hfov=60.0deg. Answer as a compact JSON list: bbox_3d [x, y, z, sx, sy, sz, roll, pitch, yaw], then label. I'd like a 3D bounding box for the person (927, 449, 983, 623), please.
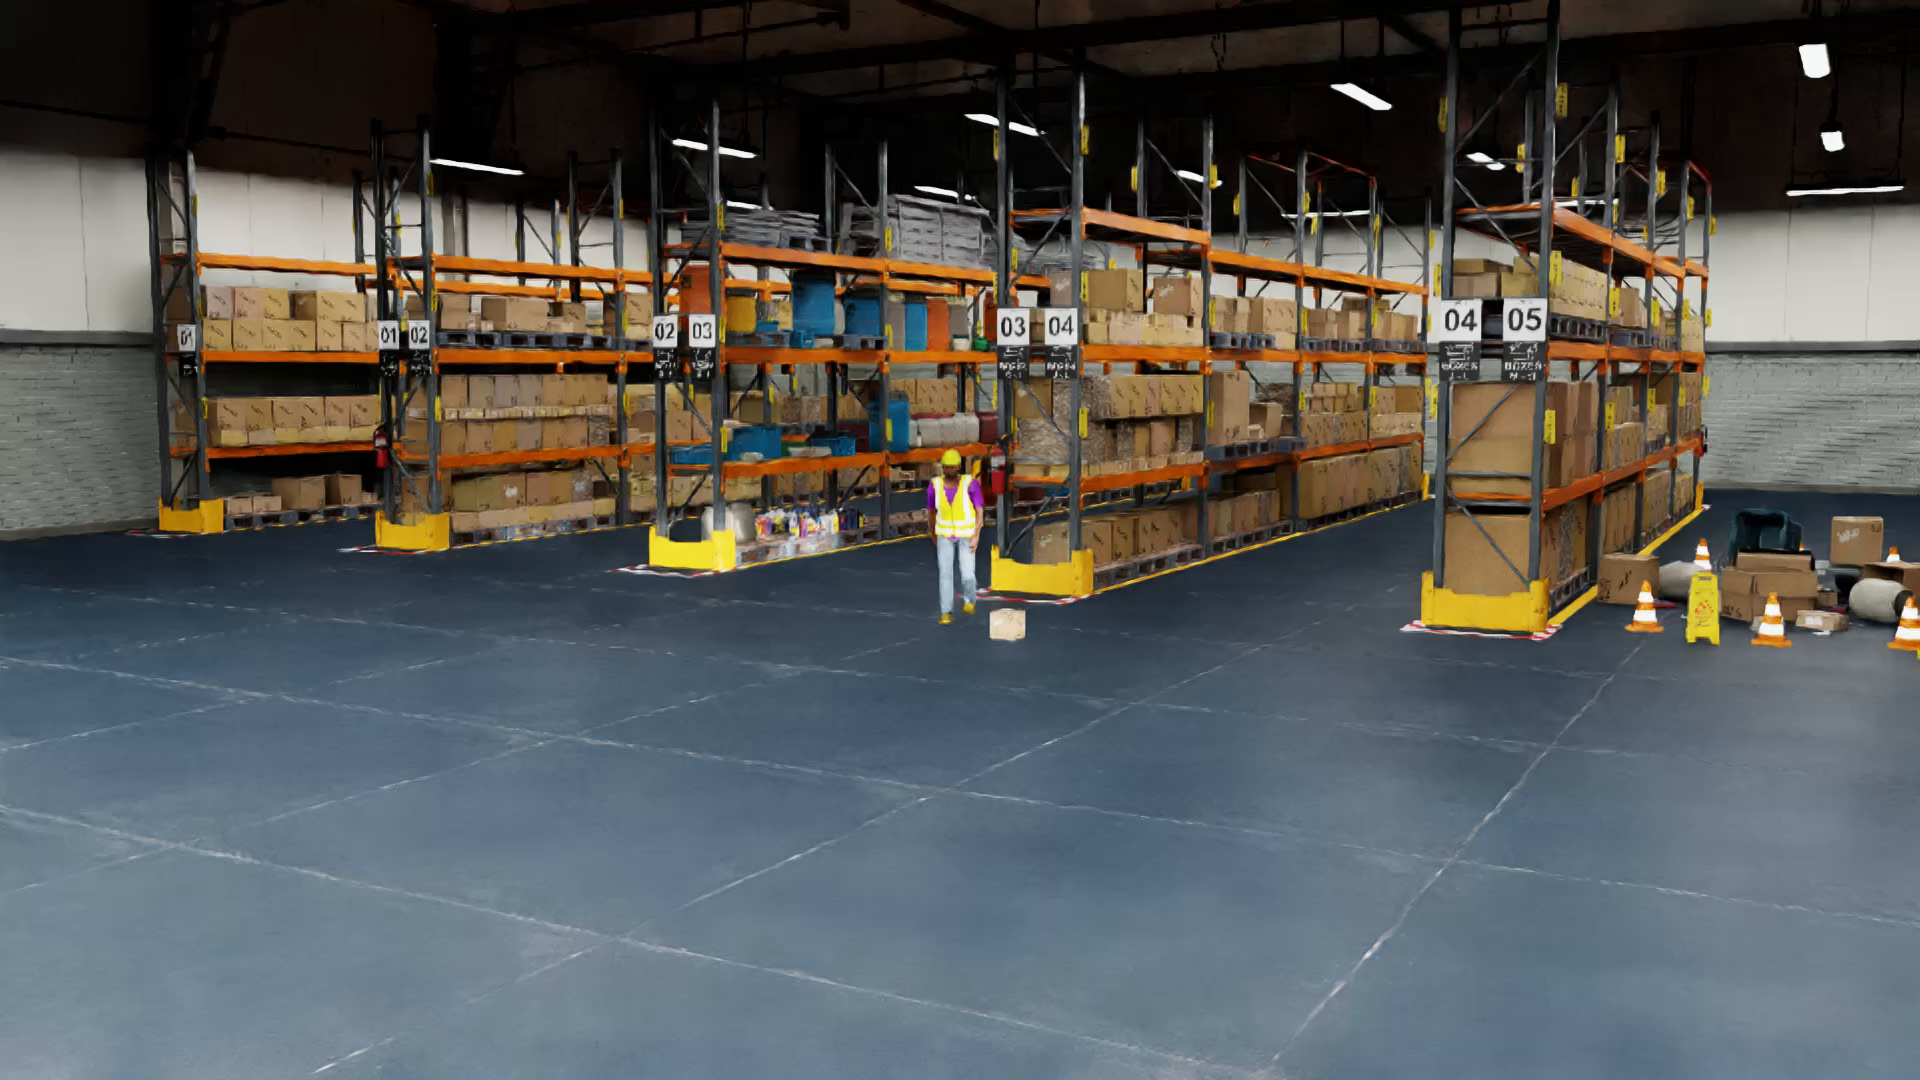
[{"bbox_3d":[-0.048,-0.041,16.488,0.577,1.739,0.679,1,6,10],"label":"person"}]
